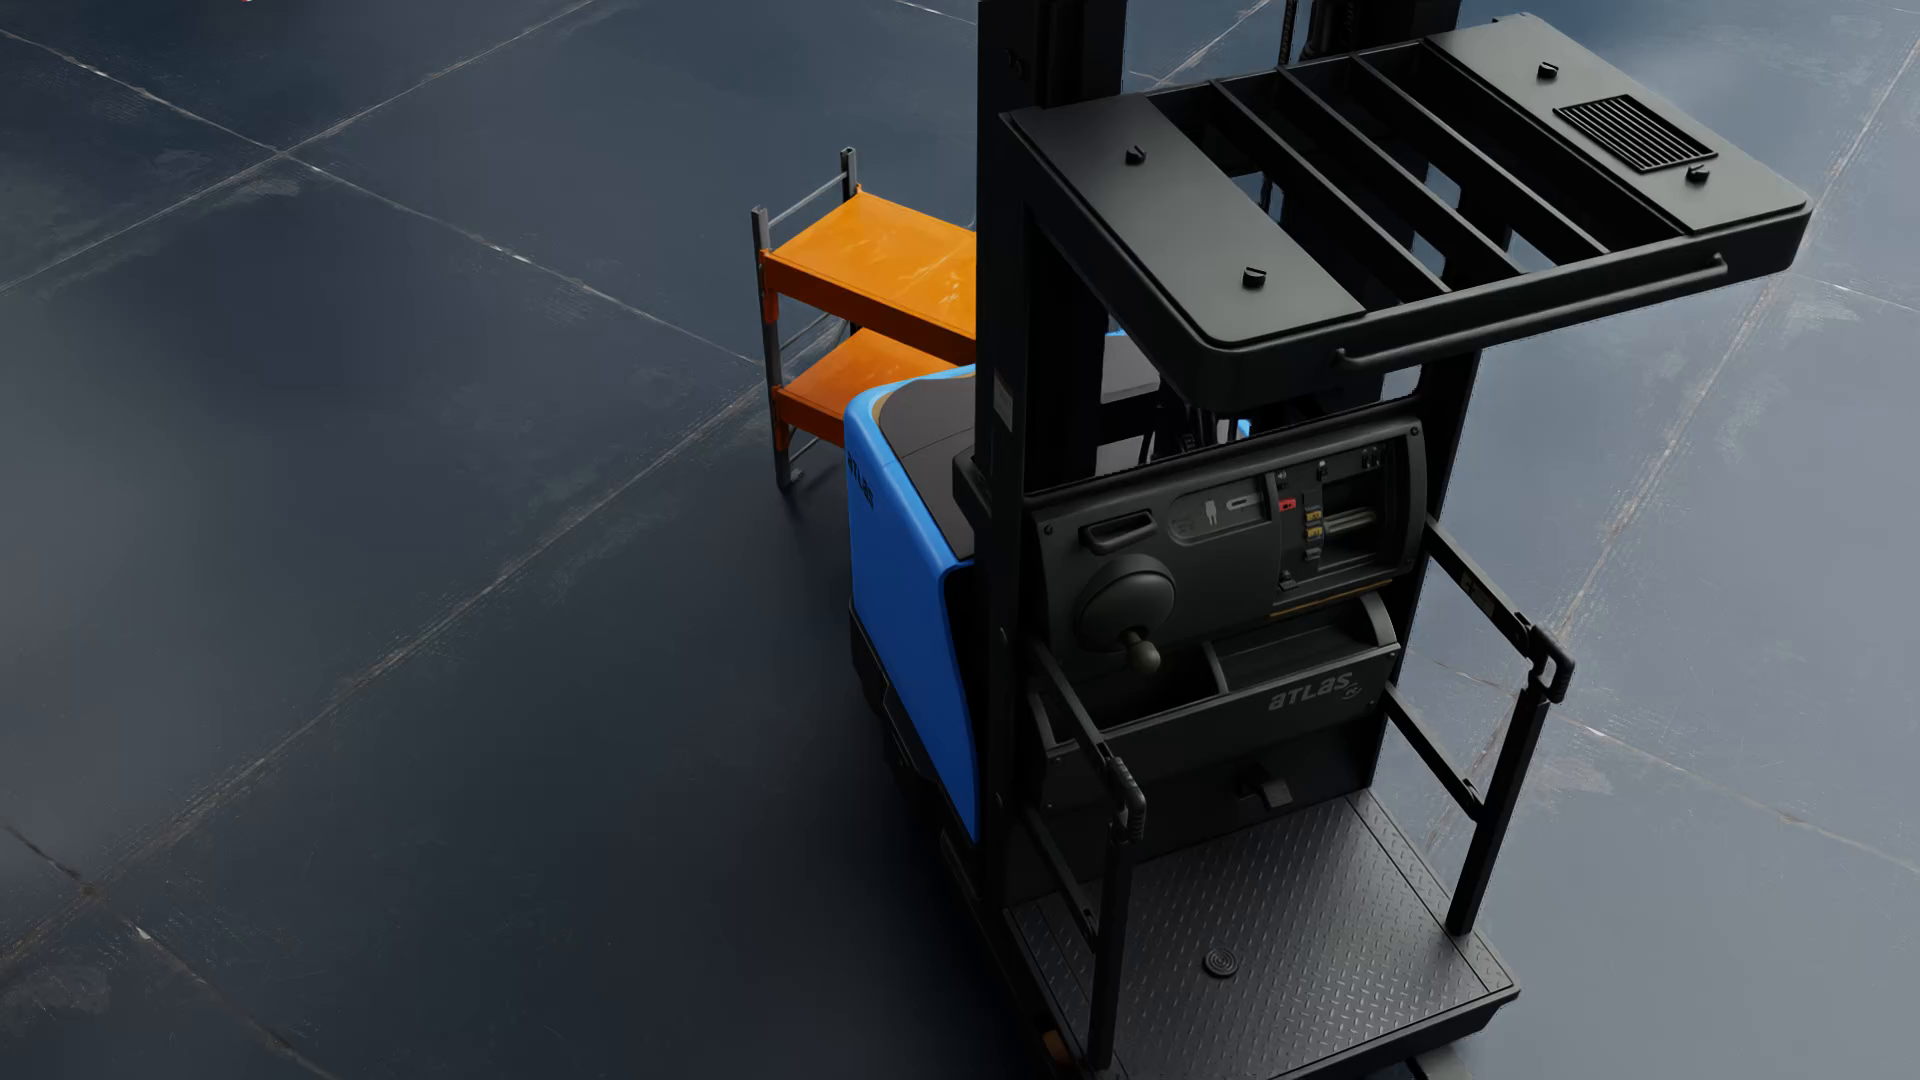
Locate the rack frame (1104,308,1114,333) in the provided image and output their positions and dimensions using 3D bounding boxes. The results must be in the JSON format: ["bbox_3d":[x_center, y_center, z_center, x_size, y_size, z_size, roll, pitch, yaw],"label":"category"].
[{"bbox_3d":[0.332,-0.356,5.302,0.032,1.125,0.500,25,48,25],"label":"rack frame"}]

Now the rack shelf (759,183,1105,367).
[{"bbox_3d":[-0.084,-0.769,5.323,1.000,0.278,0.538,25,48,25],"label":"rack shelf"}]

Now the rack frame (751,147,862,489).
[{"bbox_3d":[-0.501,-0.745,5.736,0.032,1.125,0.500,25,48,25],"label":"rack frame"}]

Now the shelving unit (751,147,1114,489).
[{"bbox_3d":[-0.084,-0.550,5.519,1.048,1.125,0.538,25,48,25],"label":"shelving unit"}]

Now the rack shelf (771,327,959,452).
[{"bbox_3d":[-0.084,-0.368,5.682,1.000,0.278,0.538,25,48,25],"label":"rack shelf"}]

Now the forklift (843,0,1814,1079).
[{"bbox_3d":[0.681,0.095,3.443,1.130,2.935,3.031,-15,44,-16],"label":"forklift"}]
